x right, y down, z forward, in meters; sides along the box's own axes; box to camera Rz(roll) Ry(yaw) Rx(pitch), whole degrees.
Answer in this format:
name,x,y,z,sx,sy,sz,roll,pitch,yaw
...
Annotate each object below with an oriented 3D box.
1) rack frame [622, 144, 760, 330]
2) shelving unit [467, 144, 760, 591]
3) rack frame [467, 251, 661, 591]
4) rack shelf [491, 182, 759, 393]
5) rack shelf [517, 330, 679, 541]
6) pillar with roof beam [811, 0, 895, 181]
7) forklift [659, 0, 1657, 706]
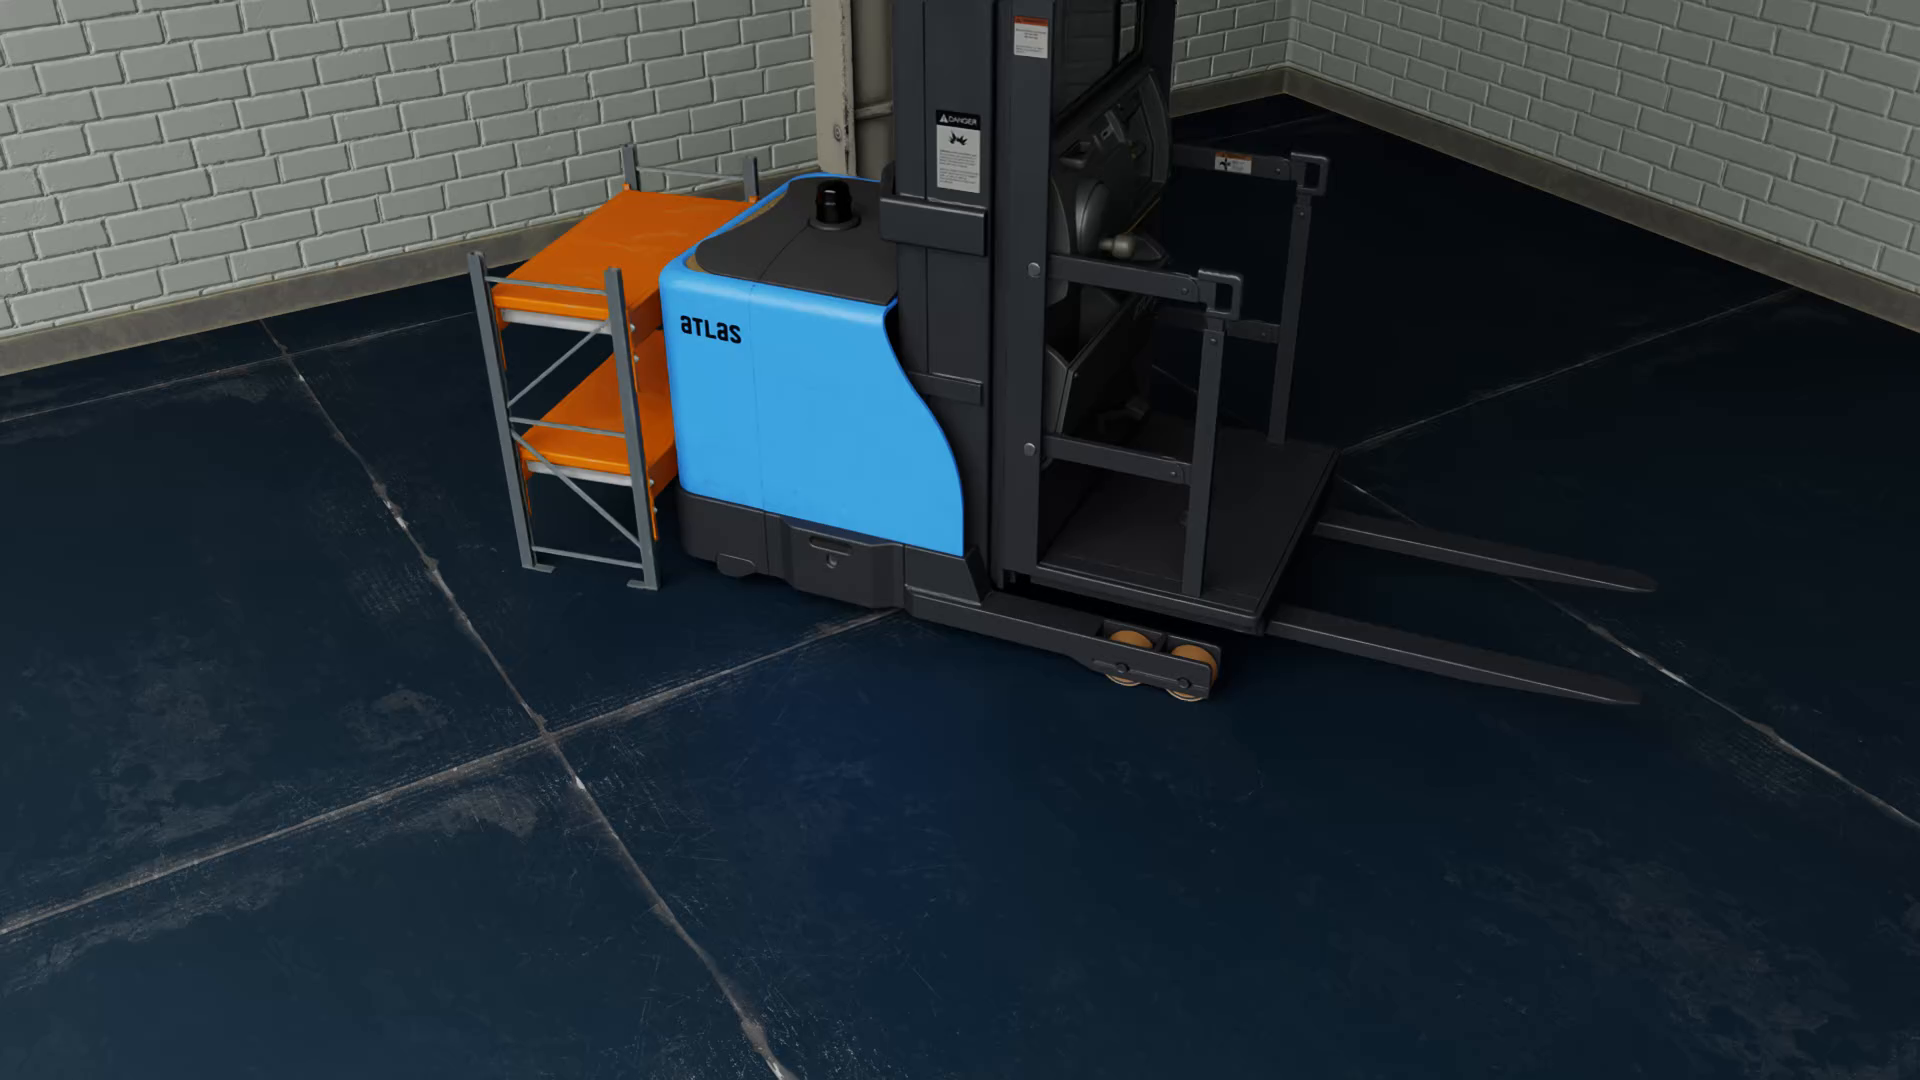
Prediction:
name,x,y,z,sx,sy,sz,roll,pitch,yaw
rack frame,-0.937,-0.872,6.073,0.500,1.125,0.032,9,33,15
shelving unit,-1.087,-0.613,5.662,0.538,1.125,1.048,9,33,15
rack frame,-1.236,-0.354,5.251,0.500,1.125,0.032,9,33,15
rack shelf,-1.090,-0.861,5.506,0.538,0.278,1.000,9,33,15
rack shelf,-1.084,-0.406,5.792,0.538,0.278,1.000,9,33,15
pillar with roof beam,1.854,-3.658,3.114,0.400,9.000,9.100,-19,37,-27
forklift,0.627,-1.079,4.714,3.031,2.935,1.130,13,34,20
